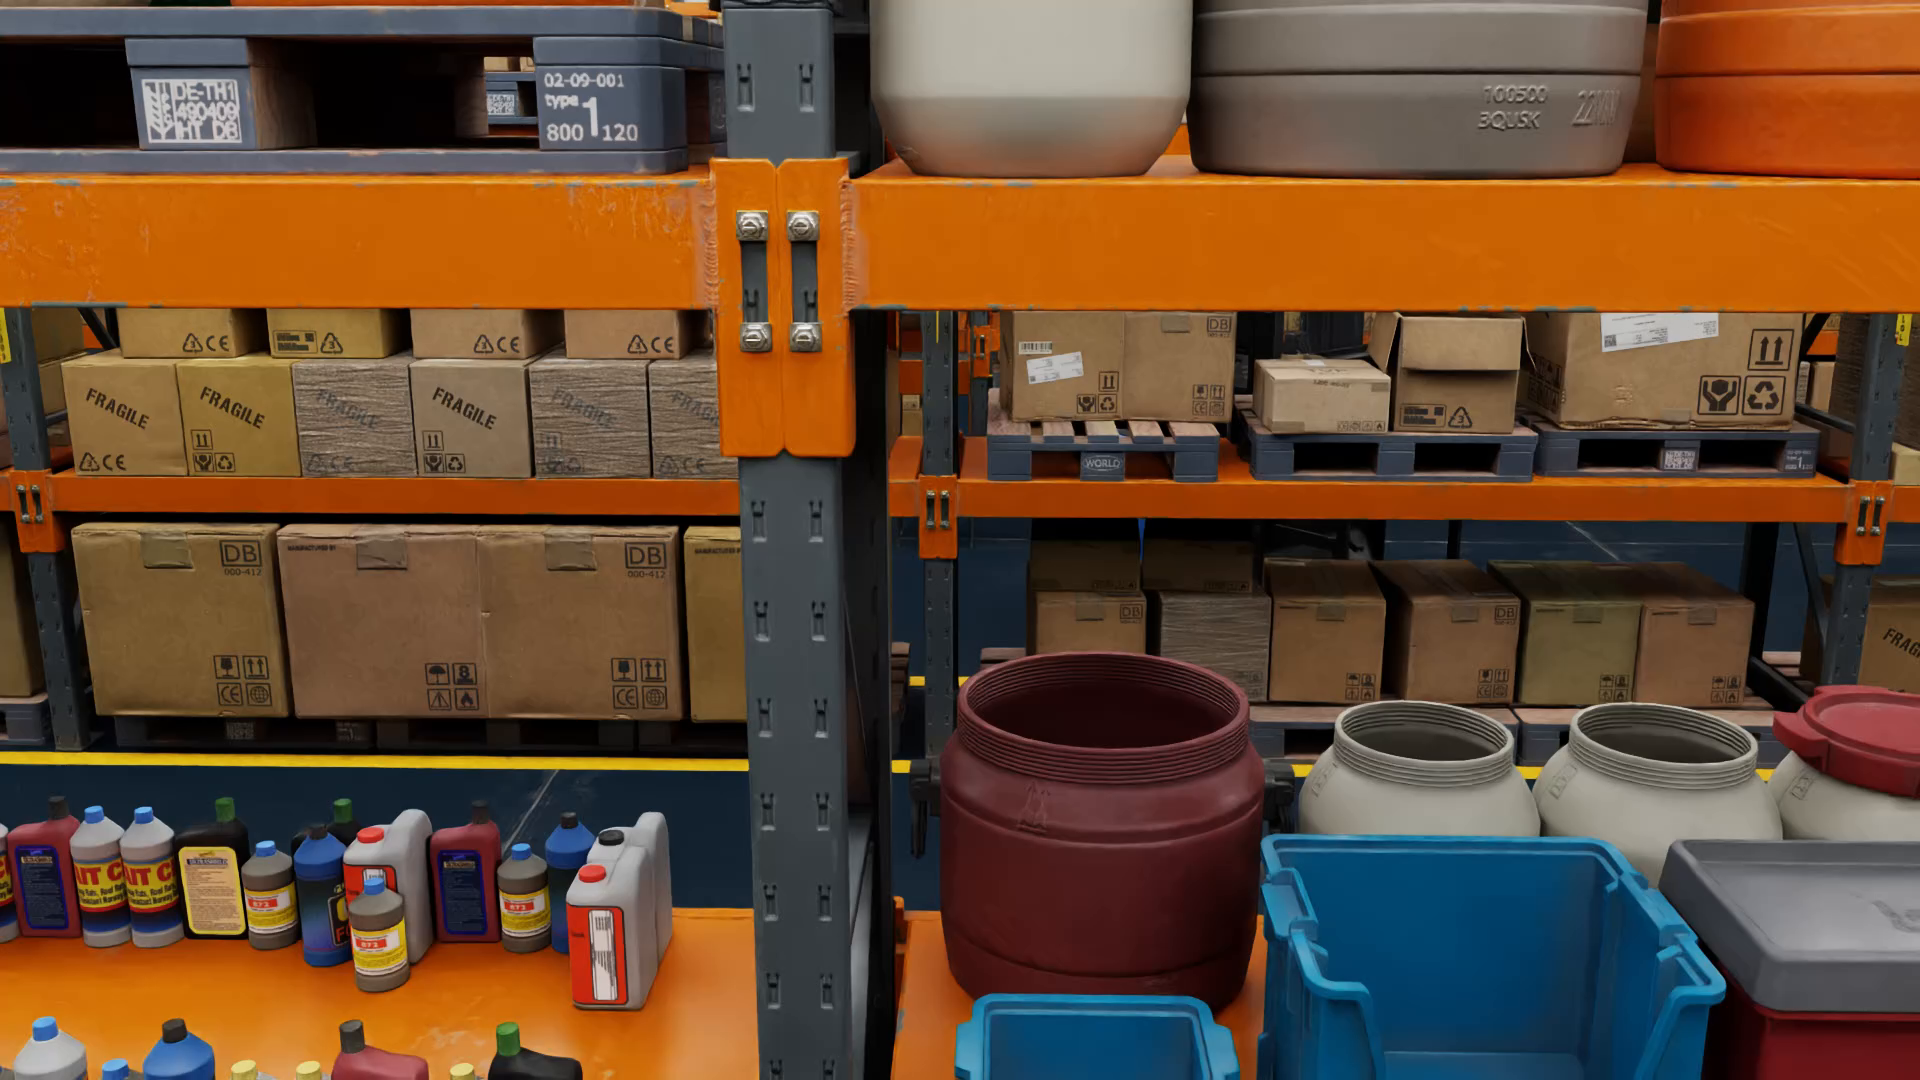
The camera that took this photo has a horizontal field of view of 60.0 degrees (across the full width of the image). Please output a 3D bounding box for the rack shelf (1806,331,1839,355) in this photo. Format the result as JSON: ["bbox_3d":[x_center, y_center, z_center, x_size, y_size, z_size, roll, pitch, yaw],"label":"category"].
[{"bbox_3d":[6.142,-1.453,12.377,4.000,0.370,1.077,0,15,1],"label":"rack shelf"}]

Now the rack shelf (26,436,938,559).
[{"bbox_3d":[-2.083,-0.241,7.783,4.000,0.370,1.077,0,15,1],"label":"rack shelf"}]

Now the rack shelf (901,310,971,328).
[{"bbox_3d":[-0.165,-1.680,10.901,0.480,0.518,0.431,0,15,1],"label":"rack shelf"}]

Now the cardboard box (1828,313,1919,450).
[{"bbox_3d":[4.363,-0.723,7.421,0.500,0.500,0.875,0,15,1],"label":"cardboard box"}]

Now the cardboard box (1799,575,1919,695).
[{"bbox_3d":[4.314,0.469,7.759,0.500,0.500,0.500,0,15,0],"label":"cardboard box"}]

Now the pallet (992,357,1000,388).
[{"bbox_3d":[0.950,-1.749,17.555,1.213,0.211,1.003,0,15,1],"label":"pallet"}]

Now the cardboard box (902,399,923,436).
[{"bbox_3d":[-0.521,-0.772,12.462,0.500,0.500,0.500,0,15,1],"label":"cardboard box"}]

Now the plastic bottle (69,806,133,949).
[{"bbox_3d":[-1.674,0.651,3.246,0.097,0.271,0.097,0,15,0],"label":"plastic bottle"}]

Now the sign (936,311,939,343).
[{"bbox_3d":[-0.095,-0.994,6.957,0.005,0.325,0.100,0,15,1],"label":"sign"}]

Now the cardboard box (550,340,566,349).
[{"bbox_3d":[-2.090,-0.705,7.938,0.500,0.500,0.500,0,15,2],"label":"cardboard box"}]

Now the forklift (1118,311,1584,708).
[{"bbox_3d":[2.104,-0.791,8.591,1.130,2.935,3.031,-12,19,-39],"label":"forklift"}]

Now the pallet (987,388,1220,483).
[{"bbox_3d":[0.631,-0.505,7.751,1.003,0.211,1.213,0,15,1],"label":"pallet"}]

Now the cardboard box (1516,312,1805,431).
[{"bbox_3d":[3.124,-1.083,7.568,1.000,1.000,1.000,0,15,2],"label":"cardboard box"}]

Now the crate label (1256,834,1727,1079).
[{"bbox_3d":[0.776,0.746,2.563,0.616,0.435,0.502,0,15,1],"label":"crate label"}]

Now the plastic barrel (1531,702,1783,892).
[{"bbox_3d":[1.245,0.588,3.010,0.421,0.512,0.421,0,15,0],"label":"plastic barrel"}]

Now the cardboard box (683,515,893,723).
[{"bbox_3d":[-0.773,0.239,7.896,0.875,0.875,1.225,0,15,-1],"label":"cardboard box"}]

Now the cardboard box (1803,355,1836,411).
[{"bbox_3d":[6.582,-0.956,12.426,0.875,0.875,0.875,0,15,1],"label":"cardboard box"}]

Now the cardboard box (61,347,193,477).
[{"bbox_3d":[-3.629,-0.583,7.474,0.500,0.500,0.500,0,15,2],"label":"cardboard box"}]

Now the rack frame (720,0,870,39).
[{"bbox_3d":[-0.210,-2.213,2.089,0.127,3.000,1.000,0,15,1],"label":"rack frame"}]

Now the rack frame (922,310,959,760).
[{"bbox_3d":[-0.084,-0.576,7.641,0.127,3.000,1.000,0,15,1],"label":"rack frame"}]

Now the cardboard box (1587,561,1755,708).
[{"bbox_3d":[3.302,0.437,7.841,0.500,0.500,0.700,-1,15,-3],"label":"cardboard box"}]

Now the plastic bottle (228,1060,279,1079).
[{"bbox_3d":[-1.069,0.882,2.505,0.097,0.201,0.097,0,15,0],"label":"plastic bottle"}]

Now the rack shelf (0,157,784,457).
[{"bbox_3d":[-2.210,-0.428,2.612,4.000,0.370,1.077,0,15,1],"label":"rack shelf"}]

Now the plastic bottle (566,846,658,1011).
[{"bbox_3d":[-0.639,0.701,3.046,0.135,0.276,0.152,0,15,1],"label":"plastic bottle"}]

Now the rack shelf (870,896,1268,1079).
[{"bbox_3d":[1.789,1.048,2.896,4.000,0.370,1.077,0,15,1],"label":"rack shelf"}]

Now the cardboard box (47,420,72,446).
[{"bbox_3d":[-4.370,-0.567,8.101,0.250,0.149,0.380,0,15,2],"label":"cardboard box"}]

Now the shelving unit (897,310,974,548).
[{"bbox_3d":[-0.165,-1.016,11.076,0.503,2.100,0.431,0,15,1],"label":"shelving unit"}]

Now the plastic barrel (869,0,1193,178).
[{"bbox_3d":[0.092,-0.737,2.153,0.421,0.512,0.421,0,15,0],"label":"plastic barrel"}]

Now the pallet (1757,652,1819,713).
[{"bbox_3d":[4.587,0.794,7.916,1.213,0.211,1.003,0,15,1],"label":"pallet"}]

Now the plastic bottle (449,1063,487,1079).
[{"bbox_3d":[-0.741,0.884,2.497,0.097,0.201,0.097,0,15,0],"label":"plastic bottle"}]

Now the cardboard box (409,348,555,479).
[{"bbox_3d":[-2.110,-0.575,7.442,0.500,0.500,0.500,1,15,2],"label":"cardboard box"}]

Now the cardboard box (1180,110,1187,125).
[{"bbox_3d":[0.893,-1.882,7.007,0.500,0.250,0.500,1,15,3],"label":"cardboard box"}]

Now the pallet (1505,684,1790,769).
[{"bbox_3d":[3.137,0.794,7.916,1.213,0.211,1.003,0,15,1],"label":"pallet"}]

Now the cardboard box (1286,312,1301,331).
[{"bbox_3d":[2.604,-1.804,12.101,0.500,0.500,0.500,1,15,2],"label":"cardboard box"}]

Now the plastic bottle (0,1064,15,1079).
[{"bbox_3d":[-1.458,0.880,2.515,0.097,0.201,0.097,0,15,0],"label":"plastic bottle"}]

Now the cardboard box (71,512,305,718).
[{"bbox_3d":[-3.442,0.222,7.961,0.875,0.875,1.225,0,15,2],"label":"cardboard box"}]

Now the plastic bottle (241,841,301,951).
[{"bbox_3d":[-1.346,0.687,3.246,0.097,0.201,0.097,0,15,0],"label":"plastic bottle"}]

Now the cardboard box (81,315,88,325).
[{"bbox_3d":[-6.482,-1.703,12.409,0.250,0.149,0.380,0,15,1],"label":"cardboard box"}]

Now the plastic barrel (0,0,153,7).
[{"bbox_3d":[-1.286,-0.869,2.320,0.301,0.262,0.301,0,15,0],"label":"plastic barrel"}]

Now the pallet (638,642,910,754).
[{"bbox_3d":[-0.870,0.748,8.089,1.213,0.211,1.003,0,15,1],"label":"pallet"}]

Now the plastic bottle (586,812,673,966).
[{"bbox_3d":[-0.635,0.662,3.193,0.135,0.276,0.152,0,15,1],"label":"plastic bottle"}]

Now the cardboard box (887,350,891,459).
[{"bbox_3d":[-0.583,-0.564,7.401,0.500,0.500,0.500,1,15,3],"label":"cardboard box"}]

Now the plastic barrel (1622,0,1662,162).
[{"bbox_3d":[1.067,-0.747,2.683,0.301,0.262,0.301,0,15,0],"label":"plastic barrel"}]

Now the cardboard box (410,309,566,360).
[{"bbox_3d":[-2.136,-1.125,7.563,0.637,0.503,0.797,1,15,3],"label":"cardboard box"}]

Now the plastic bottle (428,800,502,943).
[{"bbox_3d":[-0.962,0.645,3.244,0.133,0.283,0.061,0,15,1],"label":"plastic bottle"}]

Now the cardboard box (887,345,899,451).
[{"bbox_3d":[-0.563,-0.696,7.904,0.500,0.500,0.500,1,15,3],"label":"cardboard box"}]

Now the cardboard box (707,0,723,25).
[{"bbox_3d":[-0.695,-2.265,7.137,0.637,0.503,0.797,1,15,5],"label":"cardboard box"}]

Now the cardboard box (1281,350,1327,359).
[{"bbox_3d":[1.590,-0.772,7.825,0.258,0.266,0.396,0,15,0],"label":"cardboard box"}]

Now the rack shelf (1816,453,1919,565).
[{"bbox_3d":[5.914,-0.189,7.585,4.000,0.370,1.077,0,15,1],"label":"rack shelf"}]

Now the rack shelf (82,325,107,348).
[{"bbox_3d":[-5.854,-1.531,12.673,4.000,0.370,1.077,0,15,1],"label":"rack shelf"}]

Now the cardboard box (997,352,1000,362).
[{"bbox_3d":[0.734,-2.029,17.478,0.625,0.372,0.950,-1,15,-2],"label":"cardboard box"}]

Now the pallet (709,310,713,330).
[{"bbox_3d":[-1.836,-1.749,12.467,1.213,0.211,1.003,0,15,1],"label":"pallet"}]

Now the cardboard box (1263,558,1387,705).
[{"bbox_3d":[1.708,0.422,7.898,0.500,0.500,0.700,2,15,6],"label":"cardboard box"}]
